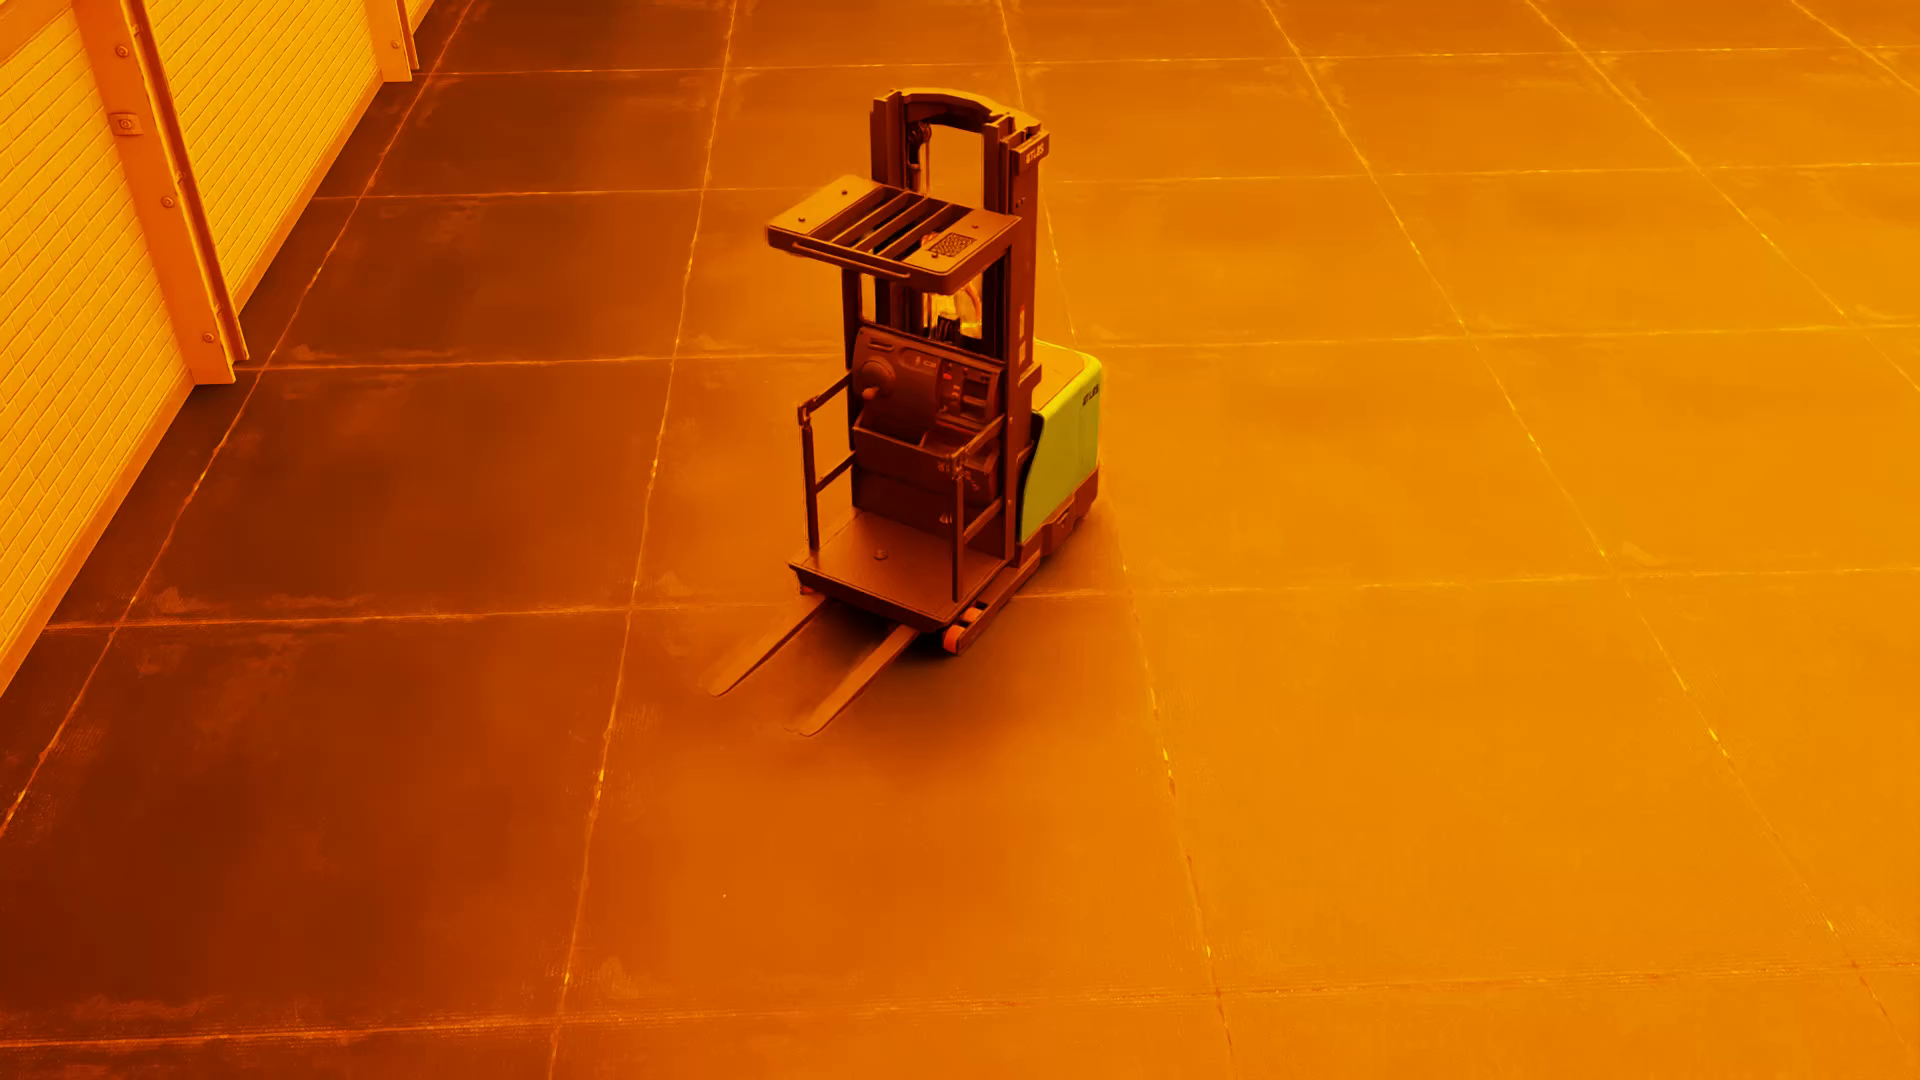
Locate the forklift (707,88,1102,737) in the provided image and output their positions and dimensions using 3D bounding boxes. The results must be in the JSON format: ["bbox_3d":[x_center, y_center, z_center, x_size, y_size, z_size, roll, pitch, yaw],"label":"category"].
[{"bbox_3d":[-0.302,-0.838,9.161,1.130,2.935,3.031,19,40,25],"label":"forklift"}]

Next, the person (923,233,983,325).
[{"bbox_3d":[-0.170,-1.524,11.354,0.799,1.481,0.584,-4,36,-6],"label":"person"}]
